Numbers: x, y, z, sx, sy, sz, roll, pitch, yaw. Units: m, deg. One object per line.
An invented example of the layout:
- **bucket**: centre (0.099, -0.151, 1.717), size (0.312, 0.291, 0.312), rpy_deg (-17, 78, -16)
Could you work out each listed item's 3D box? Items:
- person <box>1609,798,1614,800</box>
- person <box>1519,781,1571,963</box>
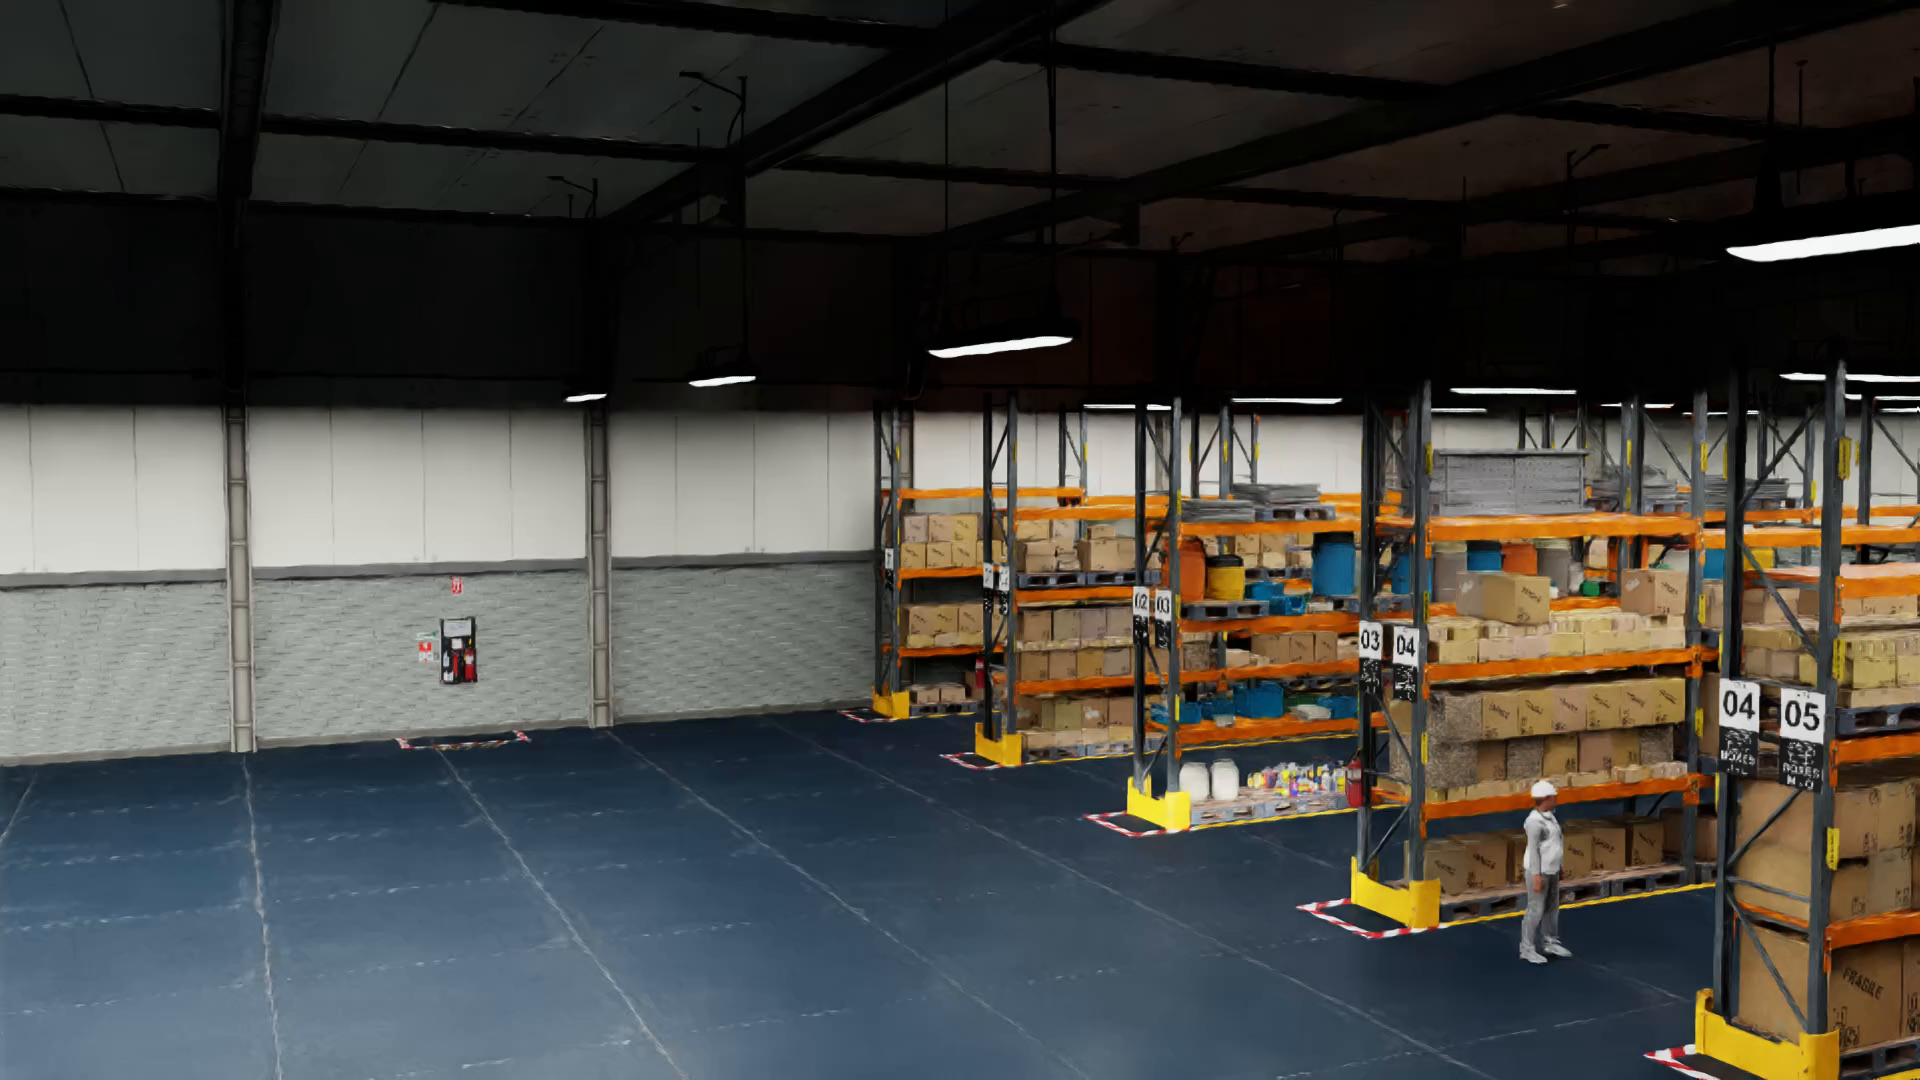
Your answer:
- **person**: centre (9.616, 2.941, 24.258), size (1.013, 1.557, 0.466), rpy_deg (-2, 4, -33)
- **person**: centre (5.861, 3.296, 16.597), size (0.445, 1.776, 0.584), rpy_deg (3, 4, 37)
